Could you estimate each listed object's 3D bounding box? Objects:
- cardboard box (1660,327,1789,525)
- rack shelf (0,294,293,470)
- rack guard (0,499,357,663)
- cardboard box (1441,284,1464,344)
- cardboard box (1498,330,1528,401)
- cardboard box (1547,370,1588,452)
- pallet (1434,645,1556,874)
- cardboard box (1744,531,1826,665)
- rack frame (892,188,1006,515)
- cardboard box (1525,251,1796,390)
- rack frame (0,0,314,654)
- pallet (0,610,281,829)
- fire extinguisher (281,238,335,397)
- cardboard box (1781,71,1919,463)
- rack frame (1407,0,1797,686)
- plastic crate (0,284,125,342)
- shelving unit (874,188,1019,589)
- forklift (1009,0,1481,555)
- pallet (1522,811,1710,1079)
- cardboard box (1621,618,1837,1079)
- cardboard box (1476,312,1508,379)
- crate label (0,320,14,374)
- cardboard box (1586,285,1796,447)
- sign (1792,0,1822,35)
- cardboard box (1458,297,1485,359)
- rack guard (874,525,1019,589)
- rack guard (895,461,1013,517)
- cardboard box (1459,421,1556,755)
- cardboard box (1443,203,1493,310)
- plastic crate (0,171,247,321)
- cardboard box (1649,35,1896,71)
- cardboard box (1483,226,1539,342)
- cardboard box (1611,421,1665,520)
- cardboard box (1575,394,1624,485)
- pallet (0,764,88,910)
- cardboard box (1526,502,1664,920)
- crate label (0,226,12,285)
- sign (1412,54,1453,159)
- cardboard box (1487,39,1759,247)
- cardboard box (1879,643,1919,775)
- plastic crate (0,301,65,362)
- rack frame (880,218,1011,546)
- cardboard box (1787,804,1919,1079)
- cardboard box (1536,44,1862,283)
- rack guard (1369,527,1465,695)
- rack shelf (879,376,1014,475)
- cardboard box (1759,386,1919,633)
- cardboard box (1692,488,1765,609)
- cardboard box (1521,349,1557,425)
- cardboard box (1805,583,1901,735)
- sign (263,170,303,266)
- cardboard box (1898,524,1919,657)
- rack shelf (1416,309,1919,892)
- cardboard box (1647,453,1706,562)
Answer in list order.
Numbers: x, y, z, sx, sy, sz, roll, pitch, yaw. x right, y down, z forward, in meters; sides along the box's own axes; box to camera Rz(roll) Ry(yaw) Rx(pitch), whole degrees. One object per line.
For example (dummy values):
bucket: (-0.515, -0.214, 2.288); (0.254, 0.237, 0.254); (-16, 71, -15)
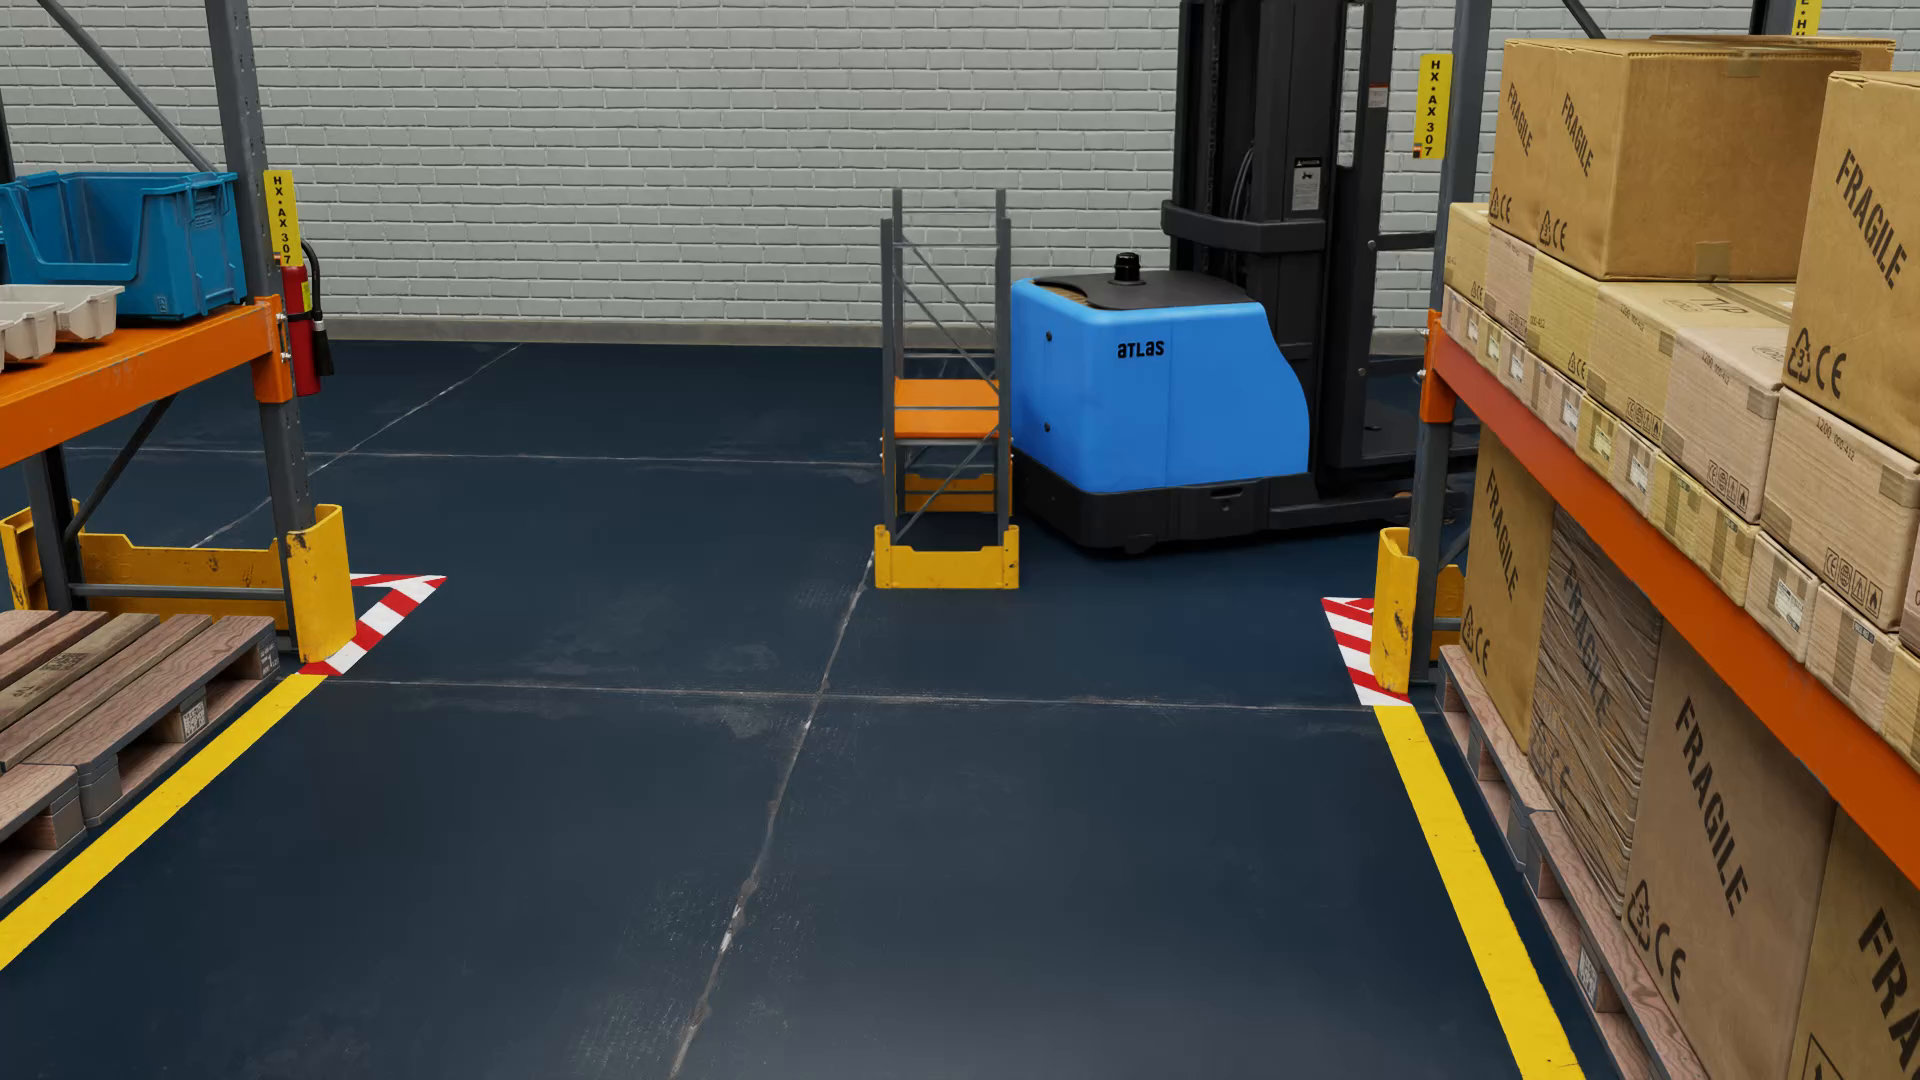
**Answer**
cardboard box: (1.620, -0.213, 3.020); (0.500, 0.250, 0.500); (2, 18, 5)
rack shelf: (-3.018, -0.071, 3.977); (1.077, 0.370, 4.000); (1, 18, 4)
rack guard: (-2.886, 0.146, 6.174); (1.175, 0.500, 0.348); (1, 18, 4)
cardboard box: (1.711, -0.701, 5.149); (0.380, 0.149, 0.250); (1, 18, 5)
cardboard box: (1.658, -0.461, 4.416); (0.380, 0.149, 0.250); (1, 18, 3)
cardboard box: (1.621, -0.302, 3.930); (0.380, 0.149, 0.250); (1, 18, 3)
pallet: (2.086, 0.652, 5.095); (1.003, 0.211, 1.213); (1, 18, 4)
cardboard box: (1.529, 0.097, 2.714); (0.380, 0.149, 0.250); (2, 18, 5)
rack frame: (-0.049, -0.835, 7.562); (0.500, 1.500, 0.032); (0, 18, 0)
cardboard box: (1.691, -0.533, 3.995); (0.500, 0.250, 0.500); (1, 18, 2)
rack frame: (-2.875, -1.034, 5.761); (1.000, 3.000, 0.127); (1, 18, 4)
pallet: (-2.973, 0.546, 5.416); (1.003, 0.211, 1.213); (1, 18, 4)
fire extinguisher: (-2.411, -0.857, 5.943); (0.296, 0.674, 0.183); (1, 18, 4)
cardboard box: (1.585, -0.412, 2.421); (0.500, 0.500, 0.500); (1, 18, 4)
rack frame: (2.065, -0.923, 5.424); (1.000, 3.000, 0.127); (1, 18, 4)
plastic crate: (-2.753, -0.680, 5.008); (0.396, 0.136, 0.243); (1, 18, 4)
shelving unit: (-0.051, -0.679, 7.088); (0.587, 1.500, 1.083); (0, 18, 0)
forklift: (1.787, -1.592, 7.573); (3.031, 2.935, 1.130); (-6, 19, -19)
pallet: (1.996, 1.030, 3.941); (1.003, 0.211, 1.213); (1, 18, 4)
cardboard box: (1.970, 0.646, 3.371); (0.875, 0.875, 0.875); (1, 18, 4)
cardboard box: (1.676, -0.542, 4.663); (0.380, 0.149, 0.250); (1, 18, 3)
crate label: (-2.784, -0.503, 4.468); (0.396, 0.136, 0.243); (1, 18, 4)
cardboard box: (1.659, -0.371, 3.500); (0.500, 0.250, 0.500); (1, 18, 3)
sign: (2.606, -1.570, 5.156); (0.100, 0.325, 0.005); (1, 18, 4)
cardboard box: (1.694, -0.621, 4.905); (0.380, 0.149, 0.250); (1, 18, 3)
rack guard: (-0.054, 0.070, 6.809); (0.587, 0.250, 0.087); (0, 18, 0)
rack guard: (-0.049, -0.241, 7.756); (0.587, 0.250, 0.087); (0, 18, 0)
cardboard box: (2.099, 0.087, 5.077); (0.875, 0.875, 0.875); (1, 18, 4)
cardboard box: (1.762, -0.850, 4.964); (0.500, 0.250, 0.500); (1, 18, 2)
plastic crate: (-2.713, -0.971, 5.416); (0.616, 0.435, 0.499); (1, 18, 4)
cardboard box: (2.293, -1.193, 4.804); (0.500, 0.500, 0.500); (2, 18, 5)
cardboard box: (1.731, -0.689, 4.471); (0.500, 0.250, 0.500); (1, 18, 3)
cardboard box: (1.585, -0.142, 3.442); (0.380, 0.149, 0.250); (2, 18, 5)
cardboard box: (1.602, -0.223, 3.691); (0.380, 0.149, 0.250); (1, 18, 3)
pallet: (-3.063, 0.924, 4.263); (1.003, 0.211, 1.213); (1, 18, 4)
cardboard box: (2.034, 0.370, 4.214); (0.875, 0.875, 0.875); (1, 18, 4)
crate label: (-3.221, -0.914, 5.566); (0.416, 0.233, 0.303); (1, 18, 4)
sign: (1.512, -1.387, 5.320); (0.100, 0.325, 0.005); (1, 18, 4)
cardboard box: (1.726, -1.051, 4.373); (0.500, 0.500, 0.500); (1, 18, 3)
cardboard box: (1.492, 0.256, 2.227); (0.380, 0.149, 0.250); (2, 18, 5)
plastic crate: (-2.788, -0.590, 4.734); (0.396, 0.136, 0.243); (1, 18, 4)
rack frame: (-0.054, -0.518, 6.596); (0.500, 1.500, 0.032); (0, 18, 0)
cardboard box: (1.906, 0.926, 2.518); (0.875, 0.875, 0.875); (1, 18, 4)
cardboard box: (1.695, -0.890, 3.882); (0.500, 0.500, 0.500); (1, 18, 2)
rack guard: (2.067, 0.257, 5.836); (1.175, 0.500, 0.348); (1, 18, 4)
rack shelf: (-0.051, -0.506, 7.135); (0.538, 0.185, 1.000); (0, 18, 0)
cardboard box: (1.583, -0.055, 2.536); (0.500, 0.250, 0.500); (2, 18, 6)
cardboard box: (1.547, 0.017, 2.958); (0.380, 0.149, 0.250); (2, 18, 5)
cardboard box: (1.639, -0.382, 4.175); (0.380, 0.149, 0.250); (1, 18, 3)
cardboard box: (1.510, 0.177, 2.470); (0.380, 0.149, 0.250); (1, 18, 3)
sign: (-2.325, -1.104, 5.714); (0.100, 0.325, 0.005); (1, 18, 4)
cardboard box: (1.548, 0.106, 2.046); (0.500, 0.250, 0.500); (1, 18, 3)
rack shelf: (1.922, 0.040, 3.640); (1.077, 0.370, 4.000); (1, 18, 4)
cardboard box: (1.565, -0.063, 3.201); (0.380, 0.149, 0.250); (1, 18, 3)
